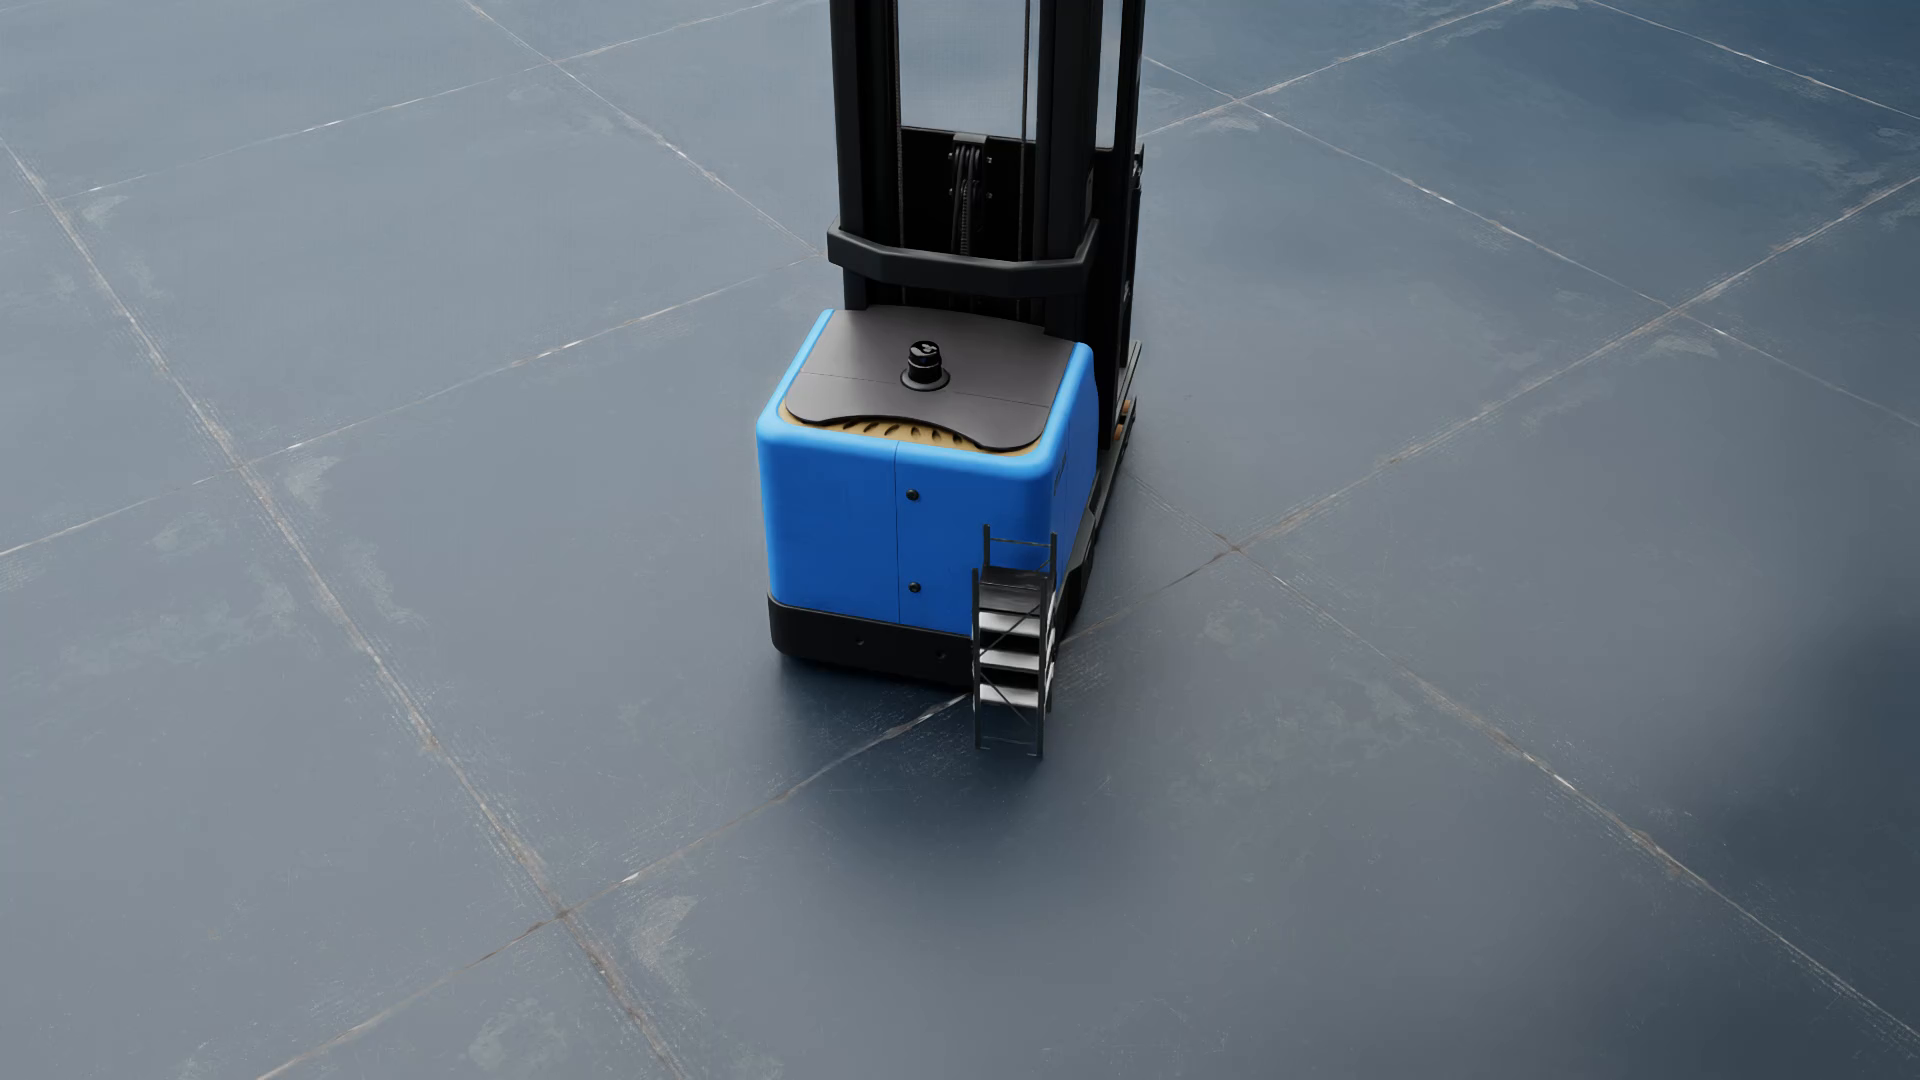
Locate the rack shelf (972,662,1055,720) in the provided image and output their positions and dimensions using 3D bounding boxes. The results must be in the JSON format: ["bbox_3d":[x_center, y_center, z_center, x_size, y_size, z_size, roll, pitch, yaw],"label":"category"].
[{"bbox_3d":[0.186,0.506,5.745,0.258,0.077,0.200,7,45,8],"label":"rack shelf"}]

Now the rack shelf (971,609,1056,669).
[{"bbox_3d":[0.181,0.314,5.556,0.258,0.077,0.200,7,45,8],"label":"rack shelf"}]

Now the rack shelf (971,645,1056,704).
[{"bbox_3d":[0.184,0.442,5.682,0.258,0.077,0.200,7,45,8],"label":"rack shelf"}]

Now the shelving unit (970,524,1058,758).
[{"bbox_3d":[0.182,0.354,5.595,0.258,0.900,0.210,7,45,8],"label":"shelving unit"}]

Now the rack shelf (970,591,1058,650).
[{"bbox_3d":[0.180,0.250,5.493,0.258,0.077,0.200,7,45,8],"label":"rack shelf"}]

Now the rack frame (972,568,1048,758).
[{"bbox_3d":[0.163,0.425,5.525,0.240,0.900,0.006,7,45,8],"label":"rack frame"}]

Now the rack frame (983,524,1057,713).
[{"bbox_3d":[0.201,0.284,5.666,0.240,0.900,0.006,7,45,8],"label":"rack frame"}]

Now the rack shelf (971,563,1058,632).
[{"bbox_3d":[0.178,0.186,5.429,0.258,0.077,0.200,7,45,8],"label":"rack shelf"}]

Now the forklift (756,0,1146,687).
[{"bbox_3d":[0.152,-1.518,6.290,1.130,2.935,3.031,9,40,11],"label":"forklift"}]

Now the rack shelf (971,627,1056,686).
[{"bbox_3d":[0.183,0.378,5.619,0.258,0.077,0.200,7,45,8],"label":"rack shelf"}]
